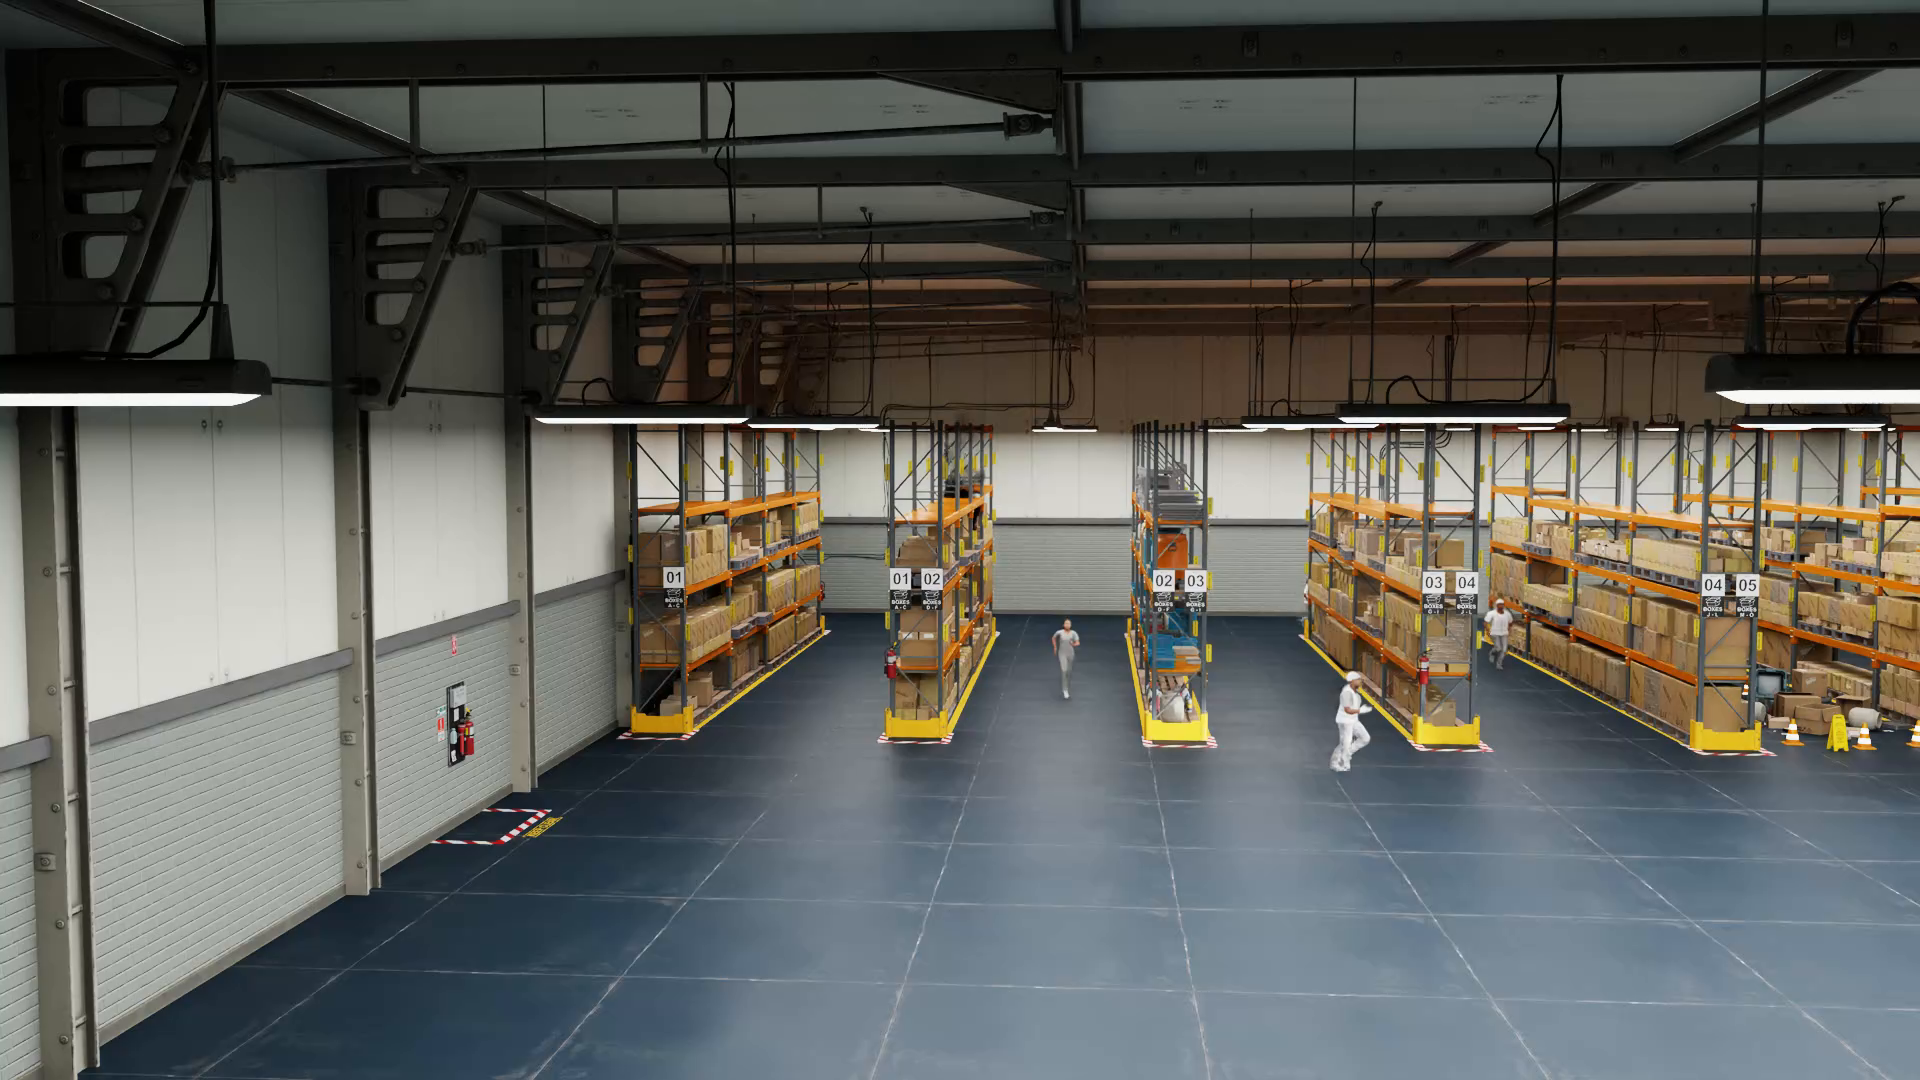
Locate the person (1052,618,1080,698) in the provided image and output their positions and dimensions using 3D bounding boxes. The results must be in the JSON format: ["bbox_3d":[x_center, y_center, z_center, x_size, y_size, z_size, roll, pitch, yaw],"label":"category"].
[{"bbox_3d":[2.336,2.562,36.437,0.555,1.705,0.806,-1,4,-11],"label":"person"}]

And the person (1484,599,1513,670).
[{"bbox_3d":[13.169,2.298,40.585,0.701,1.716,0.587,0,4,0],"label":"person"}]

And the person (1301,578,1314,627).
[{"bbox_3d":[10.227,1.846,48.395,0.566,1.651,0.593,1,4,19],"label":"person"}]

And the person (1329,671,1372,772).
[{"bbox_3d":[6.598,3.061,28.020,0.758,1.724,0.727,2,4,30],"label":"person"}]
